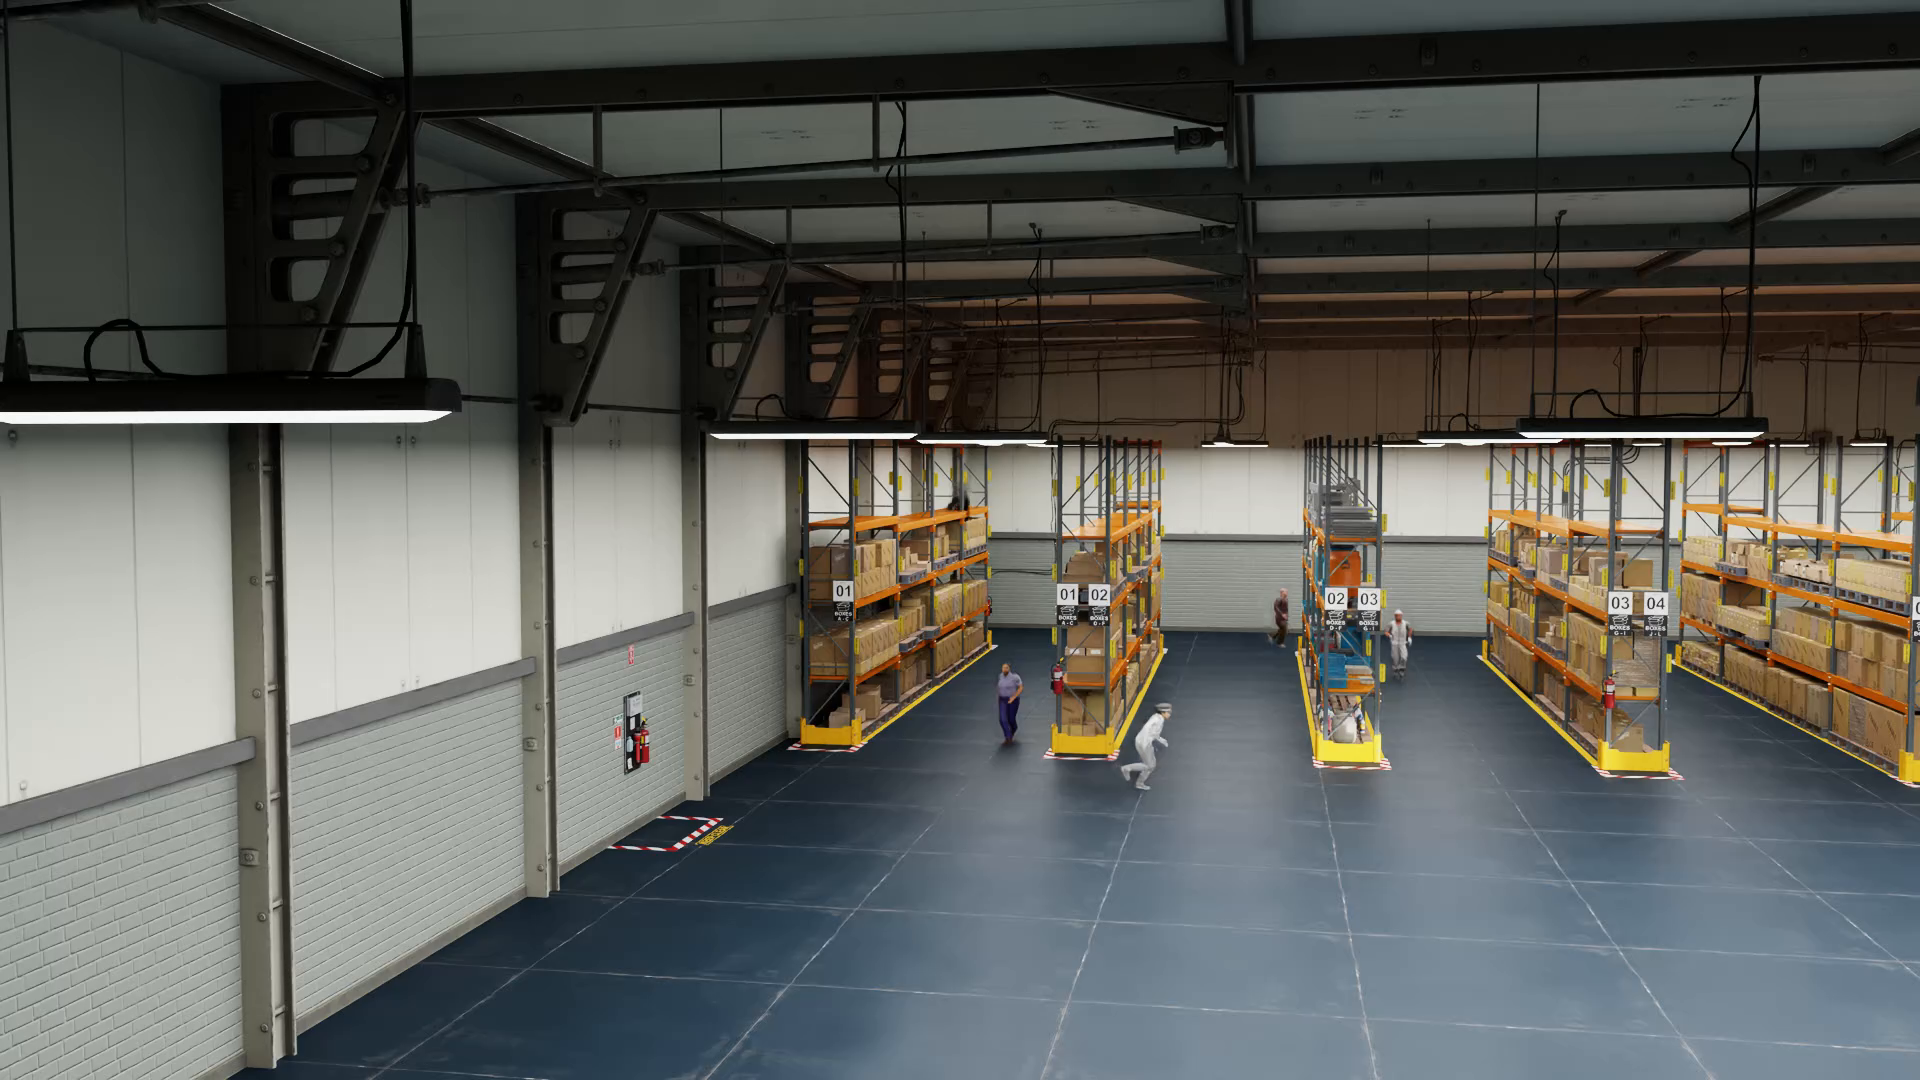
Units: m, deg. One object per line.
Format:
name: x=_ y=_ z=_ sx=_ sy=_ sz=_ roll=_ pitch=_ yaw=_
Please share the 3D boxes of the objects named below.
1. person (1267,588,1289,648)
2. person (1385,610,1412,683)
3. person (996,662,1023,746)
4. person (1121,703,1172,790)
person: x=9.242 y=2.256 z=48.345 sx=0.652 sy=1.746 sz=0.740 roll=1 pitch=3 yaw=26
person: x=10.830 y=2.621 z=41.057 sx=0.680 sy=1.816 sz=0.761 roll=0 pitch=3 yaw=8
person: x=0.984 y=3.178 z=32.523 sx=0.602 sy=1.618 sz=0.691 roll=1 pitch=3 yaw=20
person: x=3.136 y=3.483 z=27.997 sx=0.858 sy=1.483 sz=0.633 roll=1 pitch=3 yaw=12
